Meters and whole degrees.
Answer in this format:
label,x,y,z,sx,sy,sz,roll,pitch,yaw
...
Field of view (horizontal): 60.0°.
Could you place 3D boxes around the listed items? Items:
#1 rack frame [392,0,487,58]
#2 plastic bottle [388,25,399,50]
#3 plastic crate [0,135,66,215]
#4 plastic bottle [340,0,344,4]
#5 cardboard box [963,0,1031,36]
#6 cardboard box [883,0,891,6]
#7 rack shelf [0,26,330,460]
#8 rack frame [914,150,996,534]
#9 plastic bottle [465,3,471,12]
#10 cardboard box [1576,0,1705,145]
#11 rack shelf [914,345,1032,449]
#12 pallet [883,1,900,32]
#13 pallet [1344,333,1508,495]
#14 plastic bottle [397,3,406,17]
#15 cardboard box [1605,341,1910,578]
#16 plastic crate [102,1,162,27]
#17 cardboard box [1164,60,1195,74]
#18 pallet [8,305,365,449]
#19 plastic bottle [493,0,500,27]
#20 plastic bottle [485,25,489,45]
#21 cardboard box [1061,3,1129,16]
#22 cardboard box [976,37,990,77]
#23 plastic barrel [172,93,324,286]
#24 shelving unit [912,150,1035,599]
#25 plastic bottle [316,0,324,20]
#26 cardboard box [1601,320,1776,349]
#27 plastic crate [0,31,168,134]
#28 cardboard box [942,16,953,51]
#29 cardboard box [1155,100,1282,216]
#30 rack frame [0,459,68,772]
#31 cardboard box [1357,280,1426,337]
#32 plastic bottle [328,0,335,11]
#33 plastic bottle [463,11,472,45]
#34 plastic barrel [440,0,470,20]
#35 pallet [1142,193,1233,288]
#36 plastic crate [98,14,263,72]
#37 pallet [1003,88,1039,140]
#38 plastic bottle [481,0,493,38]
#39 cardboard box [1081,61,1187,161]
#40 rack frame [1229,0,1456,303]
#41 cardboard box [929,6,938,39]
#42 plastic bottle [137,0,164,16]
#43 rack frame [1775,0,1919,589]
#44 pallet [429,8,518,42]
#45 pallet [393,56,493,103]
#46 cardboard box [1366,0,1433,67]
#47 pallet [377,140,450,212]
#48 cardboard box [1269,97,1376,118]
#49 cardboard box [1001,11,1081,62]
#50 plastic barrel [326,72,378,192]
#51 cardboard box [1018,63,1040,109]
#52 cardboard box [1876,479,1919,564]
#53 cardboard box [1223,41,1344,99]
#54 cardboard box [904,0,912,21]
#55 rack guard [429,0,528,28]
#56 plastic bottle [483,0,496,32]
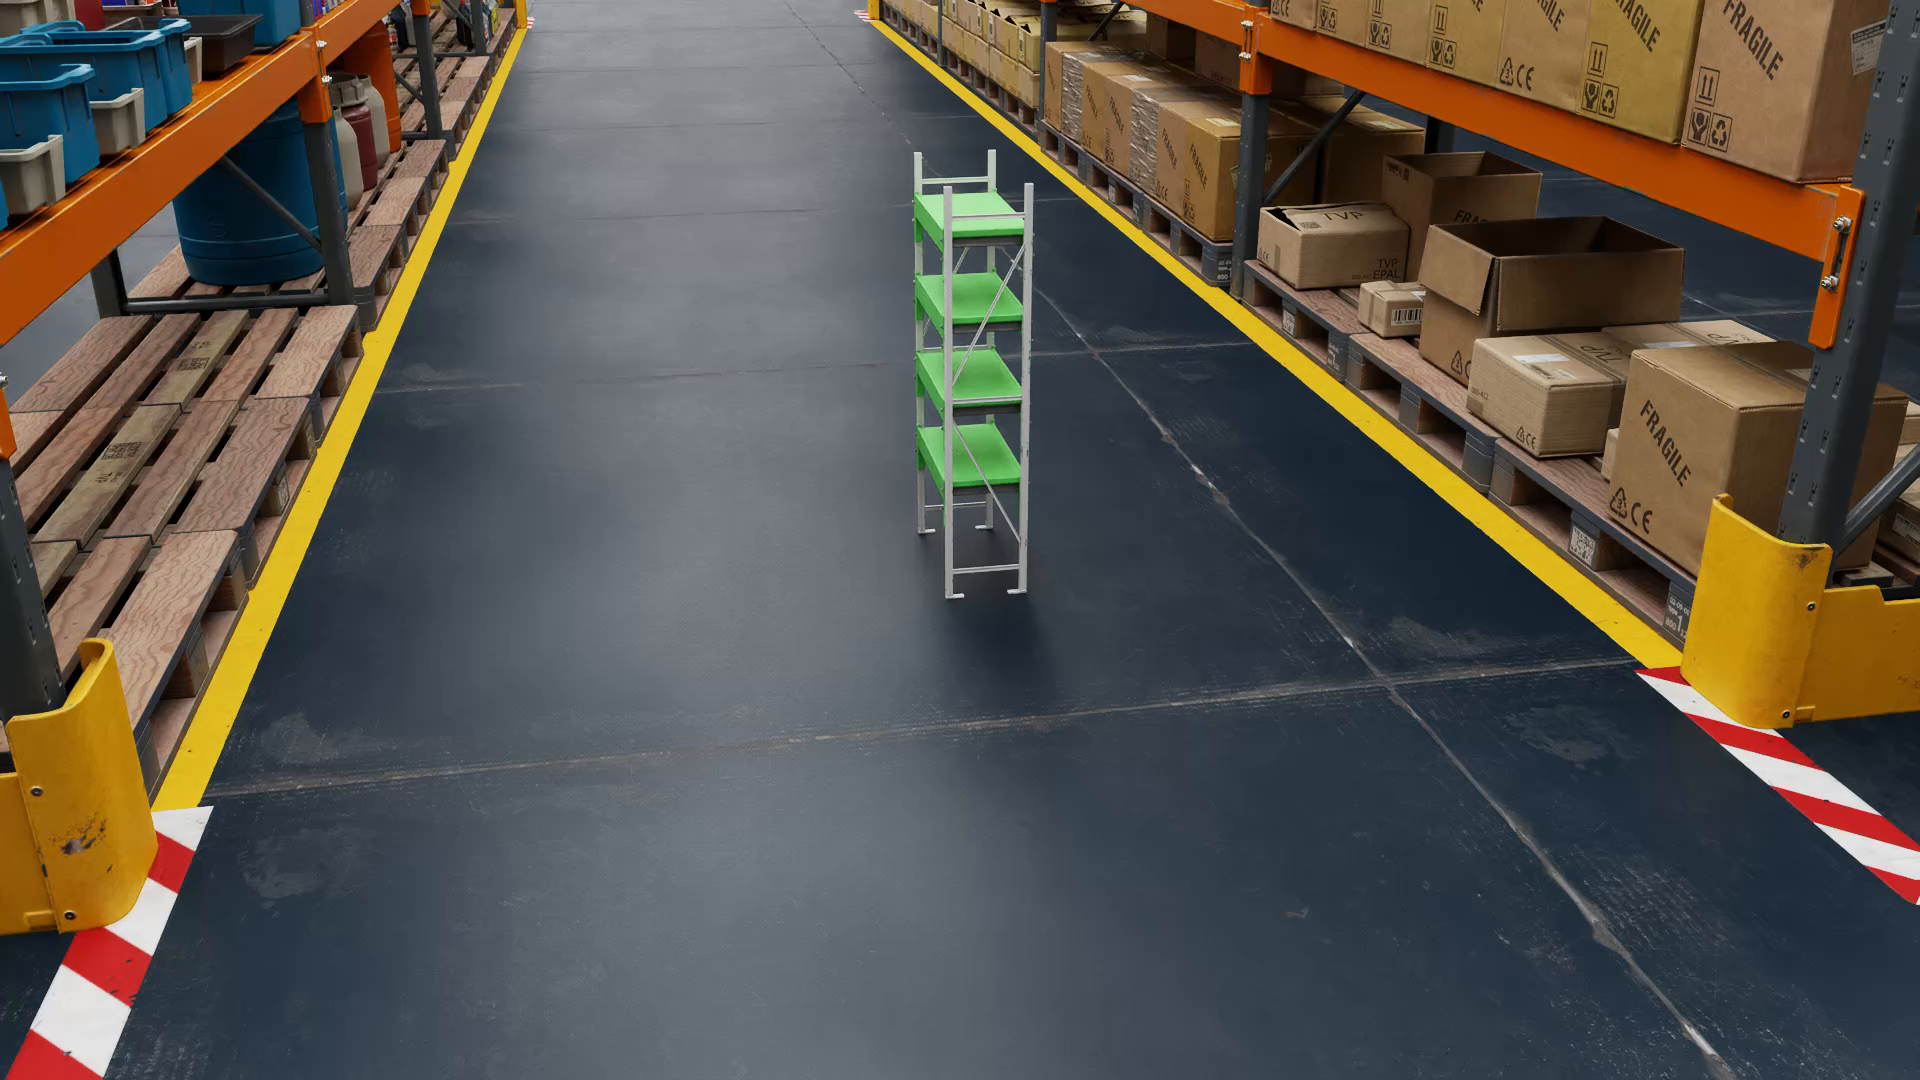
label,x,y,z,sx,sy,sz,roll,pitch,yaw
rack frame,-4.565,-5.331,13.709,1.000,3.000,0.127,-4,24,-10
plastic bottle,-4.938,-4.370,14.455,0.097,0.201,0.097,0,24,0
plastic crate,-2.046,-0.772,3.523,0.250,0.136,0.298,-4,24,-10
plastic bottle,-2.895,-2.572,7.639,0.097,0.201,0.097,0,24,0
cardboard box,0.320,-4.304,13.567,0.500,0.311,0.500,-5,24,-11
cardboard box,-0.555,-5.975,18.093,0.500,0.250,0.500,-4,24,-10
rack shelf,-2.715,-1.068,4.847,1.077,0.370,4.000,-4,24,-10
rack frame,-0.015,-0.581,5.081,0.240,1.200,0.015,-4,24,-10
plastic bottle,-4.560,-4.853,15.468,0.152,0.276,0.135,-4,24,-10
cardboard box,2.073,-1.382,4.541,0.500,0.500,0.500,-4,24,-9
rack shelf,0.031,-0.426,4.886,0.258,0.148,0.480,-4,24,-10
pallet,-0.253,-5.694,18.024,1.003,0.211,1.213,-4,24,-10
pallet,2.138,-0.521,6.178,1.003,0.211,1.213,-4,24,-10
plastic bottle,-5.002,-4.626,14.855,0.144,0.351,0.185,-6,24,-12
cardboard box,2.180,-0.228,4.598,0.500,0.500,0.500,-4,24,-10
plastic crate,-3.140,-1.898,6.101,0.396,0.136,0.243,-4,24,-10
cardboard box,1.543,-2.625,10.086,0.500,0.500,0.500,-5,24,-12
pallet,-2.911,-0.620,6.406,1.003,0.211,1.213,-4,24,-10
plastic bottle,-4.514,-5.067,15.957,0.152,0.276,0.135,-4,24,-9
plastic bottle,-4.230,-4.488,14.725,0.097,0.201,0.097,0,24,0
cardboard box,1.038,-3.947,12.749,0.500,0.311,0.500,-5,24,-11
cardboard box,0.420,-3.847,13.221,0.500,0.250,0.500,-4,24,-9
plastic barrel,-3.169,-1.631,7.333,0.600,0.901,0.708,-4,24,-10
shelving unit,0.031,-0.485,4.861,0.258,1.200,0.503,-4,24,-10
plastic bottle,-2.758,-2.359,7.050,0.061,0.283,0.133,-4,24,-10
cardboard box,2.516,-0.546,5.638,0.500,0.250,0.500,-4,24,-10
plastic crate,-2.311,-1.201,4.387,0.416,0.233,0.300,-4,24,-10
cardboard box,0.135,-4.452,14.606,0.500,0.250,0.500,-5,24,-11
cardboard box,1.327,-1.974,8.595,0.500,0.500,0.500,-4,24,-10
rack frame,-2.346,-0.611,2.902,1.000,3.000,0.127,-4,24,-10
cardboard box,1.818,-0.932,6.627,0.380,0.166,0.250,-4,24,-10
plastic bottle,-2.864,-2.482,7.340,0.152,0.276,0.135,-4,24,-10
plastic bottle,-4.384,-4.563,14.794,0.061,0.283,0.133,-4,24,-10
plastic barrel,-5.015,-5.507,16.694,0.421,0.512,0.421,0,24,0
pallet,1.596,-1.589,8.624,1.003,0.211,1.213,-4,24,-10
plastic crate,-2.614,-1.666,5.584,0.437,0.125,0.590,-4,24,-10
pallet,0.930,-3.172,12.249,1.003,0.211,1.213,-4,24,-10
plastic bottle,-4.341,-4.741,15.118,0.144,0.351,0.185,-5,24,-12
cardboard box,1.037,-2.576,9.973,0.500,0.500,0.500,-5,24,-10
rack frame,1.783,-2.550,7.340,1.000,3.000,0.127,-4,24,-10
cardboard box,0.004,-4.795,15.392,0.500,0.250,0.500,-4,24,-10
plastic bottle,-3.357,-2.241,6.882,0.097,0.201,0.097,0,24,0
rack frame,2.523,-0.976,3.738,1.000,3.000,0.127,-4,24,-10
pallet,-5.099,-5.280,17.076,1.003,0.211,1.213,-4,24,-10
pallet,-4.381,-3.747,13.566,1.003,0.211,1.213,-4,24,-10
cardboard box,1.798,-1.977,5.903,0.500,0.500,0.500,-4,24,-10
pallet,-3.638,-2.173,9.962,1.003,0.211,1.213,-4,24,-10
cardboard box,1.824,-2.023,8.708,0.500,0.500,0.500,-4,24,-9
cardboard box,0.602,-3.704,12.193,0.500,0.311,0.500,-5,24,-11
plastic barrel,-3.509,-2.210,9.050,0.600,0.588,0.708,-4,24,-10
cardboard box,0.707,-3.244,11.841,0.500,0.250,0.500,-4,24,-8
cardboard box,2.783,-0.062,4.655,0.380,0.149,0.250,-4,24,-10
cardboard box,1.748,-2.551,8.980,0.500,0.250,0.500,-4,24,-10
cardboard box,-0.279,-5.385,16.742,0.500,0.250,0.500,-4,24,-10
rack guard,-5.244,-5.733,17.751,1.175,0.500,0.348,-4,24,-10
plastic bottle,-4.420,-4.909,15.501,0.144,0.351,0.185,-4,24,-10
